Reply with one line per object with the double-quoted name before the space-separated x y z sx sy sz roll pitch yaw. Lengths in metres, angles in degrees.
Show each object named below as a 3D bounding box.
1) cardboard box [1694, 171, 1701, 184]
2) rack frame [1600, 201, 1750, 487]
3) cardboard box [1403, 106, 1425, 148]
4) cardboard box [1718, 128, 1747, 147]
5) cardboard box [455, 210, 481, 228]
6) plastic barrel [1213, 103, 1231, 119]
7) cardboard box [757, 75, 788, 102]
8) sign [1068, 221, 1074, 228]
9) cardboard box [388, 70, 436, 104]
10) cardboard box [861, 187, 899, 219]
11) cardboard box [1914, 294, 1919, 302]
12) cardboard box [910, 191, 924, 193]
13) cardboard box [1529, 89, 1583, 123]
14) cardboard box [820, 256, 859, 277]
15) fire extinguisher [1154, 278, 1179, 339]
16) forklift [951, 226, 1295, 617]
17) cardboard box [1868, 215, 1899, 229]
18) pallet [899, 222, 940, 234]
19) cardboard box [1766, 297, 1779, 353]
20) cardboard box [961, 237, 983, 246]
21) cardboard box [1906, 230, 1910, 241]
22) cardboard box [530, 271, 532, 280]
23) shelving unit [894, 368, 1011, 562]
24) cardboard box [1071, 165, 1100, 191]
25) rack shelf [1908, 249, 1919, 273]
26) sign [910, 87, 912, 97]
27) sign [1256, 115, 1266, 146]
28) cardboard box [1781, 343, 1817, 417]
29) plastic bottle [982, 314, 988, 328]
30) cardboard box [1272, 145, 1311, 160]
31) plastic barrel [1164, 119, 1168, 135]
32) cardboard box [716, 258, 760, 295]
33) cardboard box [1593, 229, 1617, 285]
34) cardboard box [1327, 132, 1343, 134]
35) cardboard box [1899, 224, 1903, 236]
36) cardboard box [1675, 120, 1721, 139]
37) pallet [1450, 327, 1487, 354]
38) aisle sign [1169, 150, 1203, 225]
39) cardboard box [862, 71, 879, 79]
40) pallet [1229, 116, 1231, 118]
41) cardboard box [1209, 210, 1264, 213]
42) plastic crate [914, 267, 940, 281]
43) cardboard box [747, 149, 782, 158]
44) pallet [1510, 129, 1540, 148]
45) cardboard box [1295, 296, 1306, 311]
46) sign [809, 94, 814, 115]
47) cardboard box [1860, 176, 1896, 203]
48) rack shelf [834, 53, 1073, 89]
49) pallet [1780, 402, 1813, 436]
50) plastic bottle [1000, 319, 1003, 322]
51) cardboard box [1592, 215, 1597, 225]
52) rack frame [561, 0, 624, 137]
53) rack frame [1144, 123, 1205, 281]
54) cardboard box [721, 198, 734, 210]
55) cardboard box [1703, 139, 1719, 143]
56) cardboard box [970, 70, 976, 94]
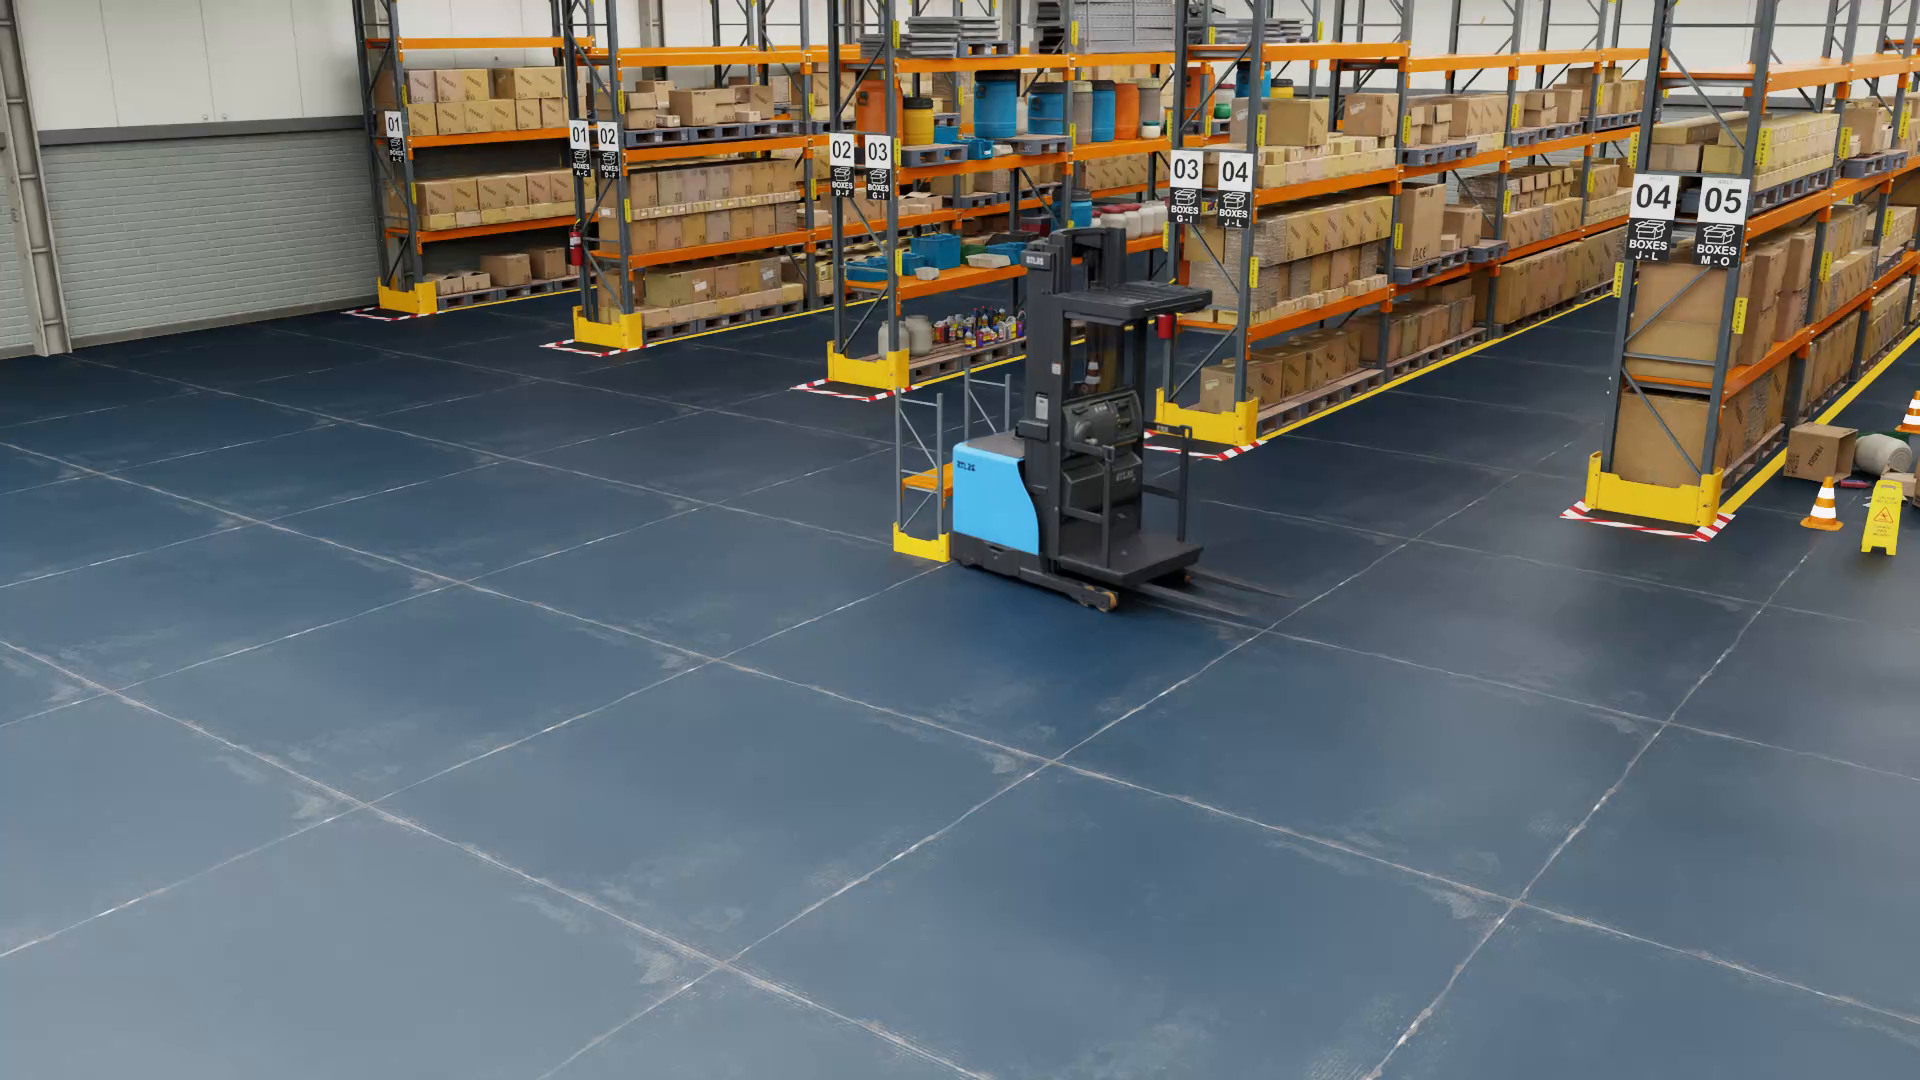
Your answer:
"cardboard box" 6.915 -3.521 16.019 0.380 0.149 0.250 13 21 35
"rack frame" 6.686 -1.700 15.666 1.000 3.000 0.127 12 21 35
"cardboard box" 5.505 -5.330 21.416 0.797 0.503 0.637 11 20 32
"cardboard box" 7.140 -3.665 15.138 0.380 0.149 0.250 13 21 35
"cardboard box" -8.328 -5.351 27.641 0.500 0.250 0.500 12 21 33
"plastic barrel" 4.367 -7.152 27.718 0.294 0.245 0.294 0 17 0
"cardboard box" -3.889 -9.083 33.473 0.700 0.500 0.500 11 20 32
"sign" 1.603 -4.461 24.090 0.100 0.325 0.005 12 21 35
"cardboard box" -8.747 -7.242 26.568 0.500 0.500 0.500 11 20 31
"cardboard box" -1.411 -5.902 29.031 0.500 0.500 0.500 11 20 32
"cardboard box" 14.849 -3.835 26.138 0.380 0.149 0.250 14 22 37
"cardboard box" -0.967 -7.872 37.954 0.380 0.149 0.250 12 21 34
"cardboard box" 9.575 -6.999 26.797 0.700 0.500 0.500 13 22 36
"cardboard box" -2.059 -4.632 28.092 0.500 0.311 0.500 12 21 34
"fire extinguisher" 2.324 -2.618 18.752 0.296 0.674 0.183 12 21 35
"forklift" 1.325 -0.994 13.508 3.031 2.935 1.130 16 24 42
"cardboard box" 12.817 -4.418 23.131 0.380 0.149 0.250 12 21 34
"pallet" -0.779 -7.212 38.117 1.003 0.211 1.213 12 21 35
"cardboard box" 7.898 -2.247 17.177 0.875 0.550 0.500 12 21 35
"cardboard box" 0.076 -5.331 30.834 0.500 0.500 0.500 14 22 37
"cardboard box" 13.604 -4.447 24.228 0.380 0.149 0.250 13 21 35
"cardboard box" -7.758 -4.650 29.232 0.380 0.149 0.250 10 20 30
"shelving unit" -0.045 -0.698 14.969 0.587 1.500 1.083 12 21 35
"cardboard box" 2.481 -7.331 33.631 0.500 0.500 0.500 13 22 36
"rack shelf" 15.027 -4.691 26.510 1.077 0.370 4.000 12 21 35
"sign" -0.859 -8.033 30.130 0.100 0.325 0.005 12 21 35
"sign" 3.198 -4.354 17.683 0.100 0.325 0.005 12 21 35
"cardboard box" 9.366 -1.942 19.533 1.050 0.750 0.750 12 21 34
"plastic bottle" 0.364 -3.161 24.229 0.097 0.271 0.097 0 17 0
"cardboard box" 3.763 -4.412 18.924 0.380 0.149 0.250 12 21 35
"plastic barrel" 3.445 -6.672 26.880 0.294 0.245 0.294 0 17 0
"cardboard box" -3.511 -4.164 26.265 0.500 0.500 0.500 12 21 35
"cardboard box" 10.906 -5.002 29.173 0.875 0.875 0.875 12 21 35
"cardboard box" 4.705 -5.081 21.078 0.380 0.149 0.250 12 21 33
"cardboard box" 13.135 -4.402 23.581 0.380 0.149 0.250 11 20 32
"cardboard box" 7.219 -4.023 16.292 0.380 0.149 0.250 13 21 35
"pallet" 7.062 -2.988 24.517 1.003 0.211 1.213 12 21 35
"aisle sign" 2.485 -3.880 18.304 0.394 0.787 0.004 12 21 35
"cardboard box" -1.793 -10.259 36.283 0.500 0.500 0.500 12 21 34
"pallet" 4.873 -7.201 28.643 1.003 0.211 1.213 12 21 35
"cardboard box" 3.185 -3.562 19.308 0.500 0.500 0.500 12 21 35
"plastic crate" -0.424 -3.506 21.927 0.298 0.136 0.250 12 21 35
"cardboard box" -3.910 -7.759 33.208 0.500 0.250 0.500 13 22 36
"pallet" 7.870 -6.011 24.809 1.213 0.211 1.003 14 22 37
"cardboard box" 3.863 -2.805 19.649 0.380 0.149 0.250 12 21 35
"sign" -2.361 -6.924 26.426 0.100 0.325 0.005 12 21 35
"cardboard box" 13.898 -5.385 25.177 0.500 0.500 0.500 12 21 33
"rack shelf" -0.024 -6.282 22.195 1.077 0.370 4.000 12 21 35
"pallet" 9.468 -1.518 19.782 1.003 0.211 1.213 12 21 35
"plastic bottle" 0.611 -3.026 23.776 0.061 0.283 0.133 12 21 35
"cardboard box" 10.512 -5.413 28.046 0.380 0.149 0.250 12 21 33
"rack frame" -5.191 -7.217 23.316 1.000 3.000 0.127 12 21 35
"rack frame" 3.551 -5.381 27.520 1.000 3.000 0.127 12 21 35
"cardboard box" -3.712 -5.193 25.654 0.380 0.149 0.250 13 22 36
"cardboard box" 7.052 -3.736 16.040 0.500 0.250 0.500 12 21 35
"cardboard box" 0.144 -8.439 30.456 0.500 0.500 0.500 12 21 35
